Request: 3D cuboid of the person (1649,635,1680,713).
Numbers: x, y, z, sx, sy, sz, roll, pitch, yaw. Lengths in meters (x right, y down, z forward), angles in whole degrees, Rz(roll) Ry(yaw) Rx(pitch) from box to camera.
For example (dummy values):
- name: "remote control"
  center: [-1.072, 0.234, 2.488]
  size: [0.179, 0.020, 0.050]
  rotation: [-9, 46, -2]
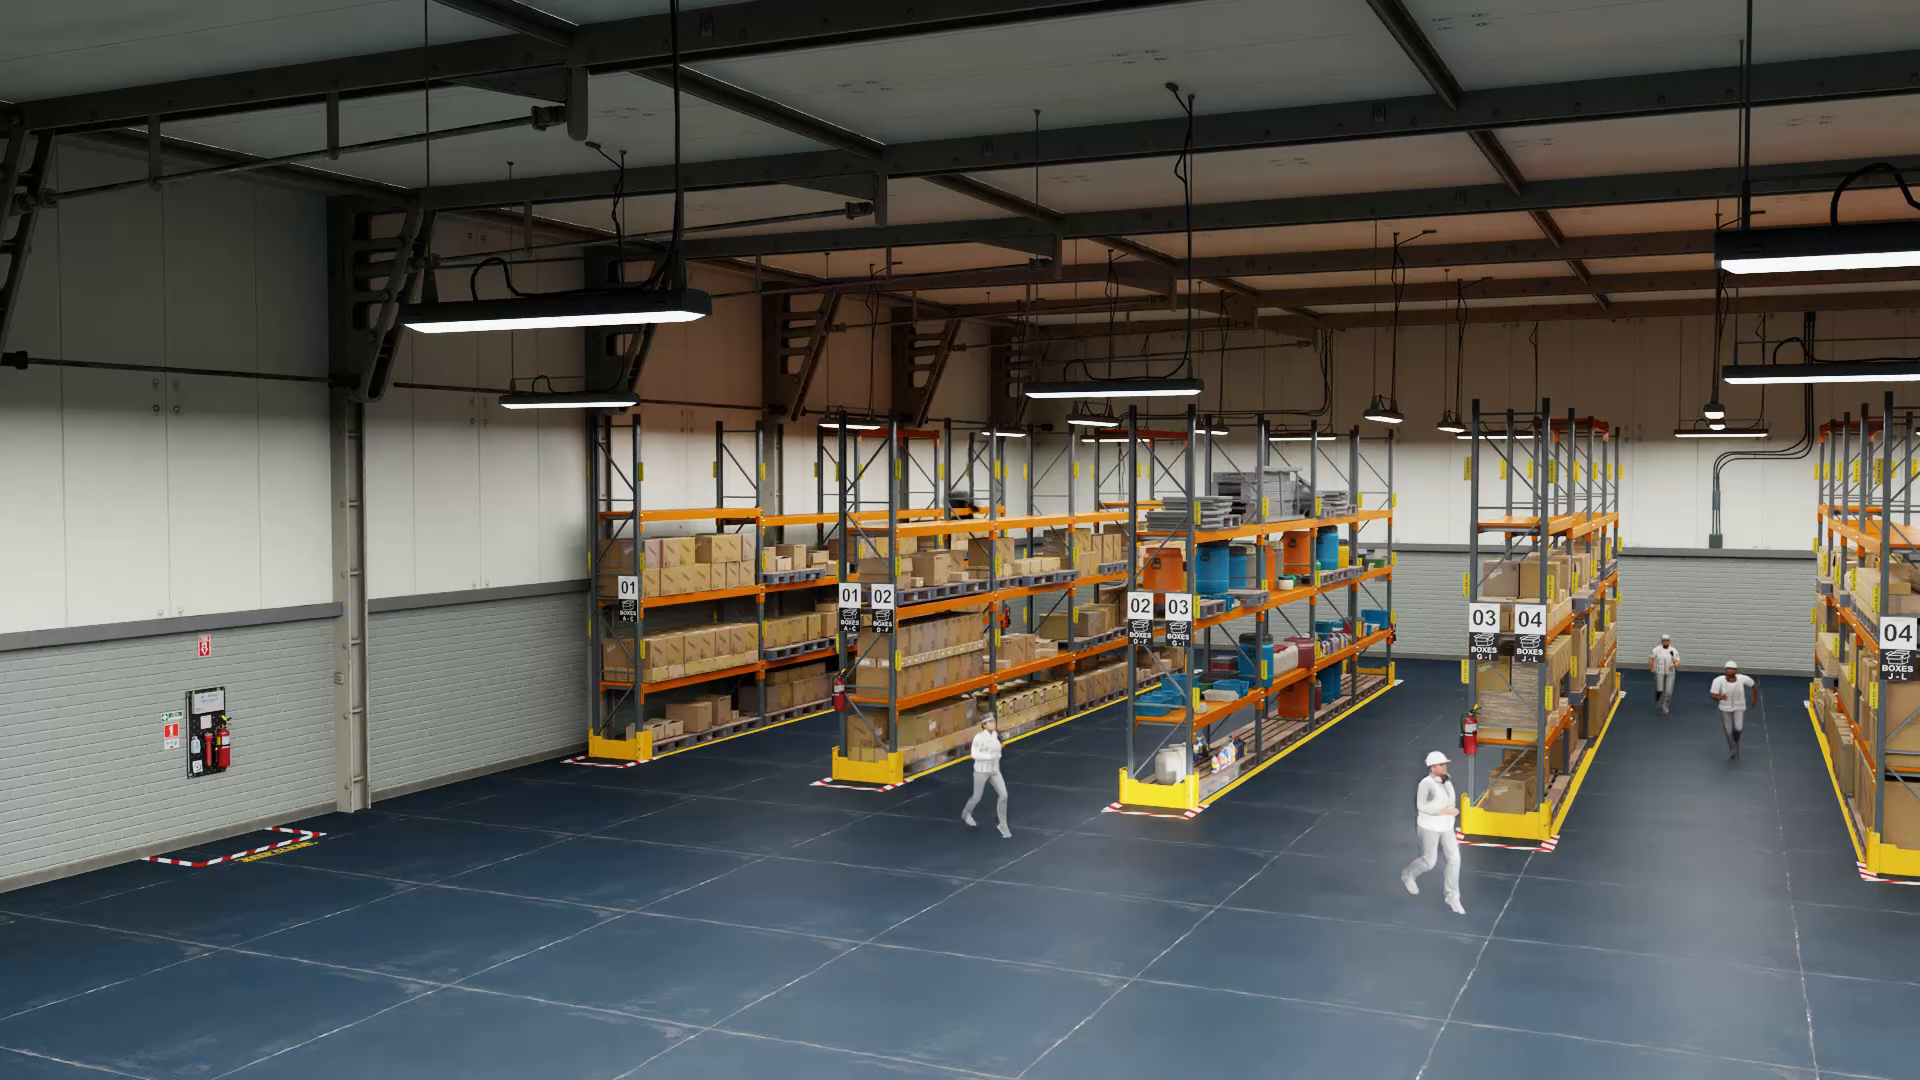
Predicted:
- name: "person"
  center: [14.587, 2.776, 34.424]
  size: [0.602, 1.625, 0.540]
  rotation: [1, 2, 20]

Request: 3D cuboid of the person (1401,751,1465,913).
- name: "person"
  center: [5.456, 3.343, 19.178]
  size: [0.687, 1.835, 0.898]
  rotation: [-2, 3, -35]

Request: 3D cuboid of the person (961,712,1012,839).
- name: "person"
  center: [0.327, 3.227, 22.930]
  size: [0.581, 1.748, 0.887]
  rotation: [-2, 3, -38]

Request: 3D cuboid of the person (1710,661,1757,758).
- name: "person"
  center: [13.400, 2.943, 28.802]
  size: [0.743, 1.707, 0.721]
  rotation: [1, 3, 24]
